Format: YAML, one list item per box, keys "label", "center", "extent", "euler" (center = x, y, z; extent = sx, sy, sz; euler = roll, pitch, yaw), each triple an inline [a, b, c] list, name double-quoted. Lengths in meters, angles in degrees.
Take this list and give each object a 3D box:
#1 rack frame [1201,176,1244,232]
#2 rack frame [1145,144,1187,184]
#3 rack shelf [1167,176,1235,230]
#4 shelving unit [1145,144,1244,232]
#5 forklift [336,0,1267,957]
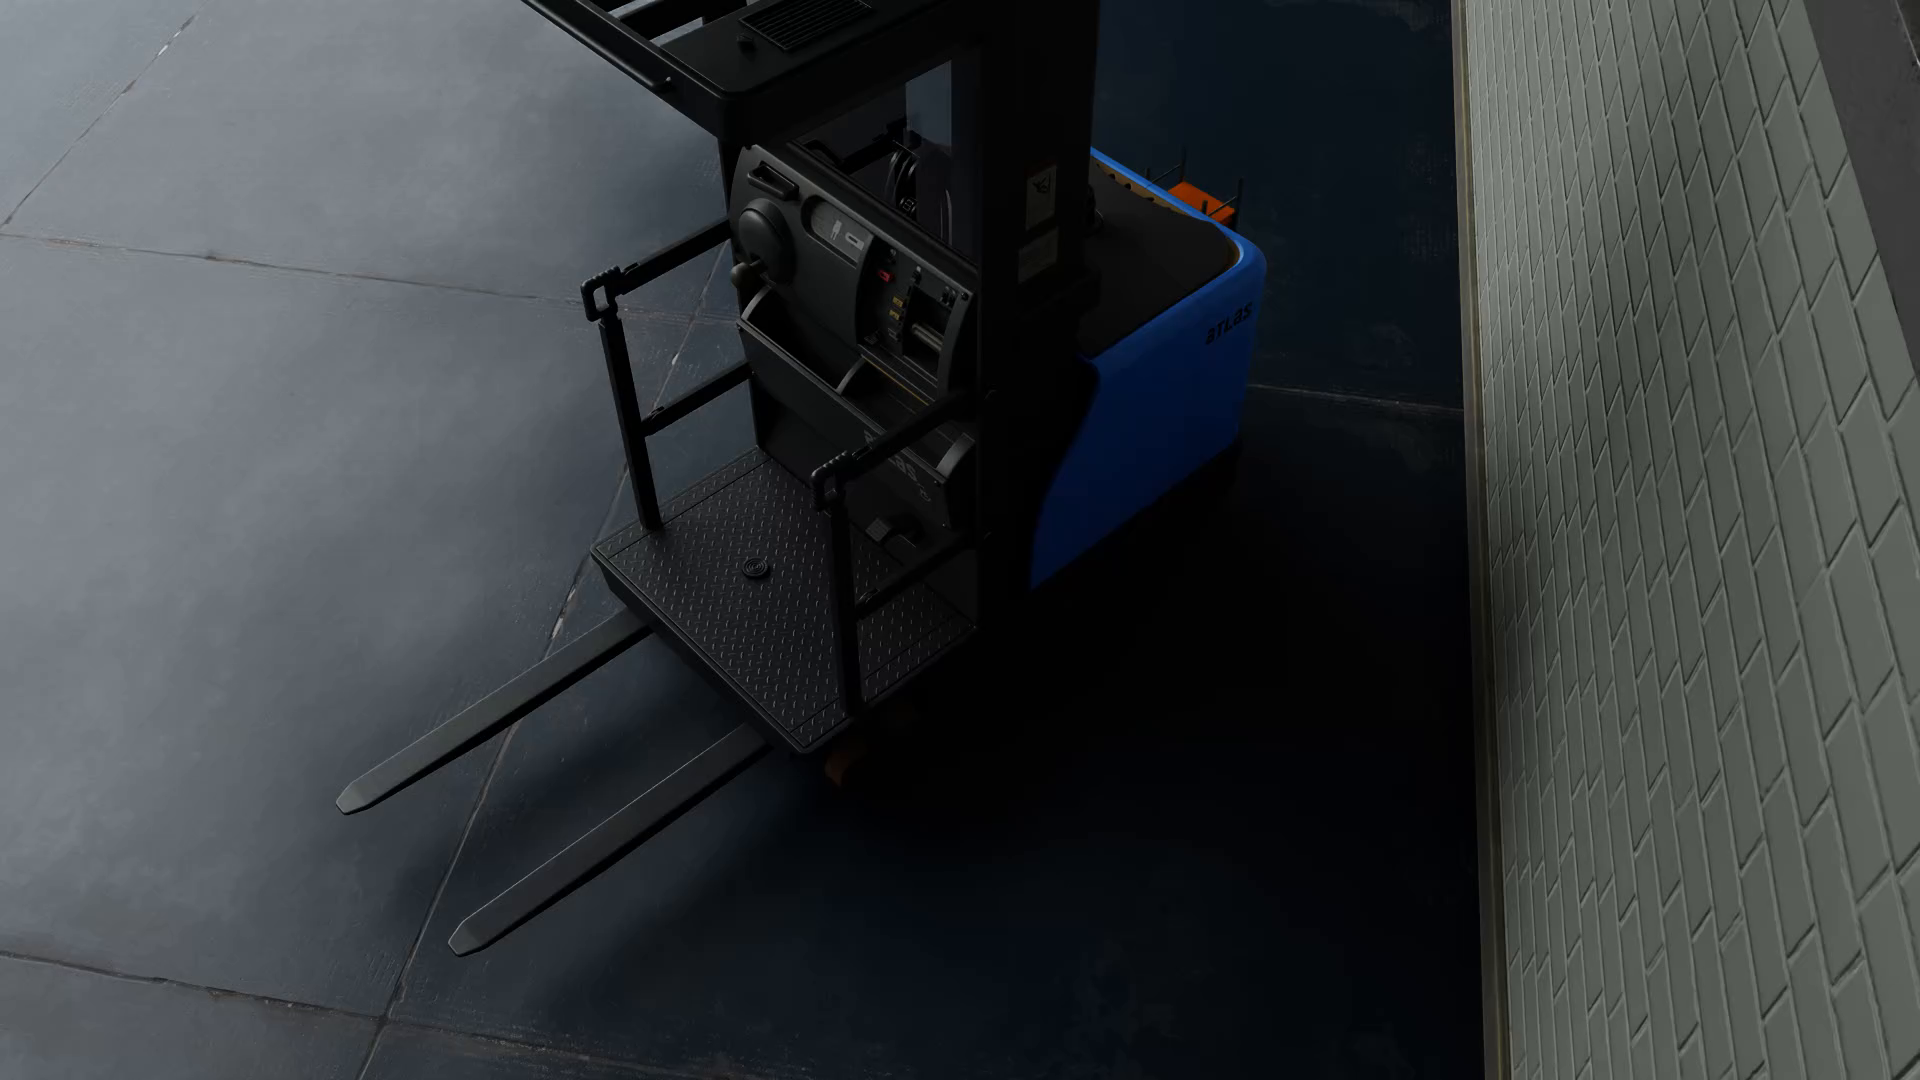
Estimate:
- label: "rack frame"
  center: [0.849, -0.778, 5.743]
  extent: [0.200, 1.050, 0.008]
  euler: [-35, 57, -28]
- label: "rack frame"
  center: [0.680, -0.909, 5.861]
  extent: [0.200, 1.050, 0.008]
  euler: [-35, 57, -28]
- label: "rack shelf"
  center: [0.764, -1.026, 5.599]
  extent: [0.215, 0.259, 0.240]
  euler: [-35, 57, -28]
- label: "shelving unit"
  center: [0.764, -0.844, 5.802]
  extent: [0.215, 1.050, 0.252]
  euler: [-35, 57, -28]
- label: "forklift"
  center: [-0.460, -0.662, 4.374]
  extent: [3.031, 2.935, 1.130]
  euler: [-35, 57, -27]
